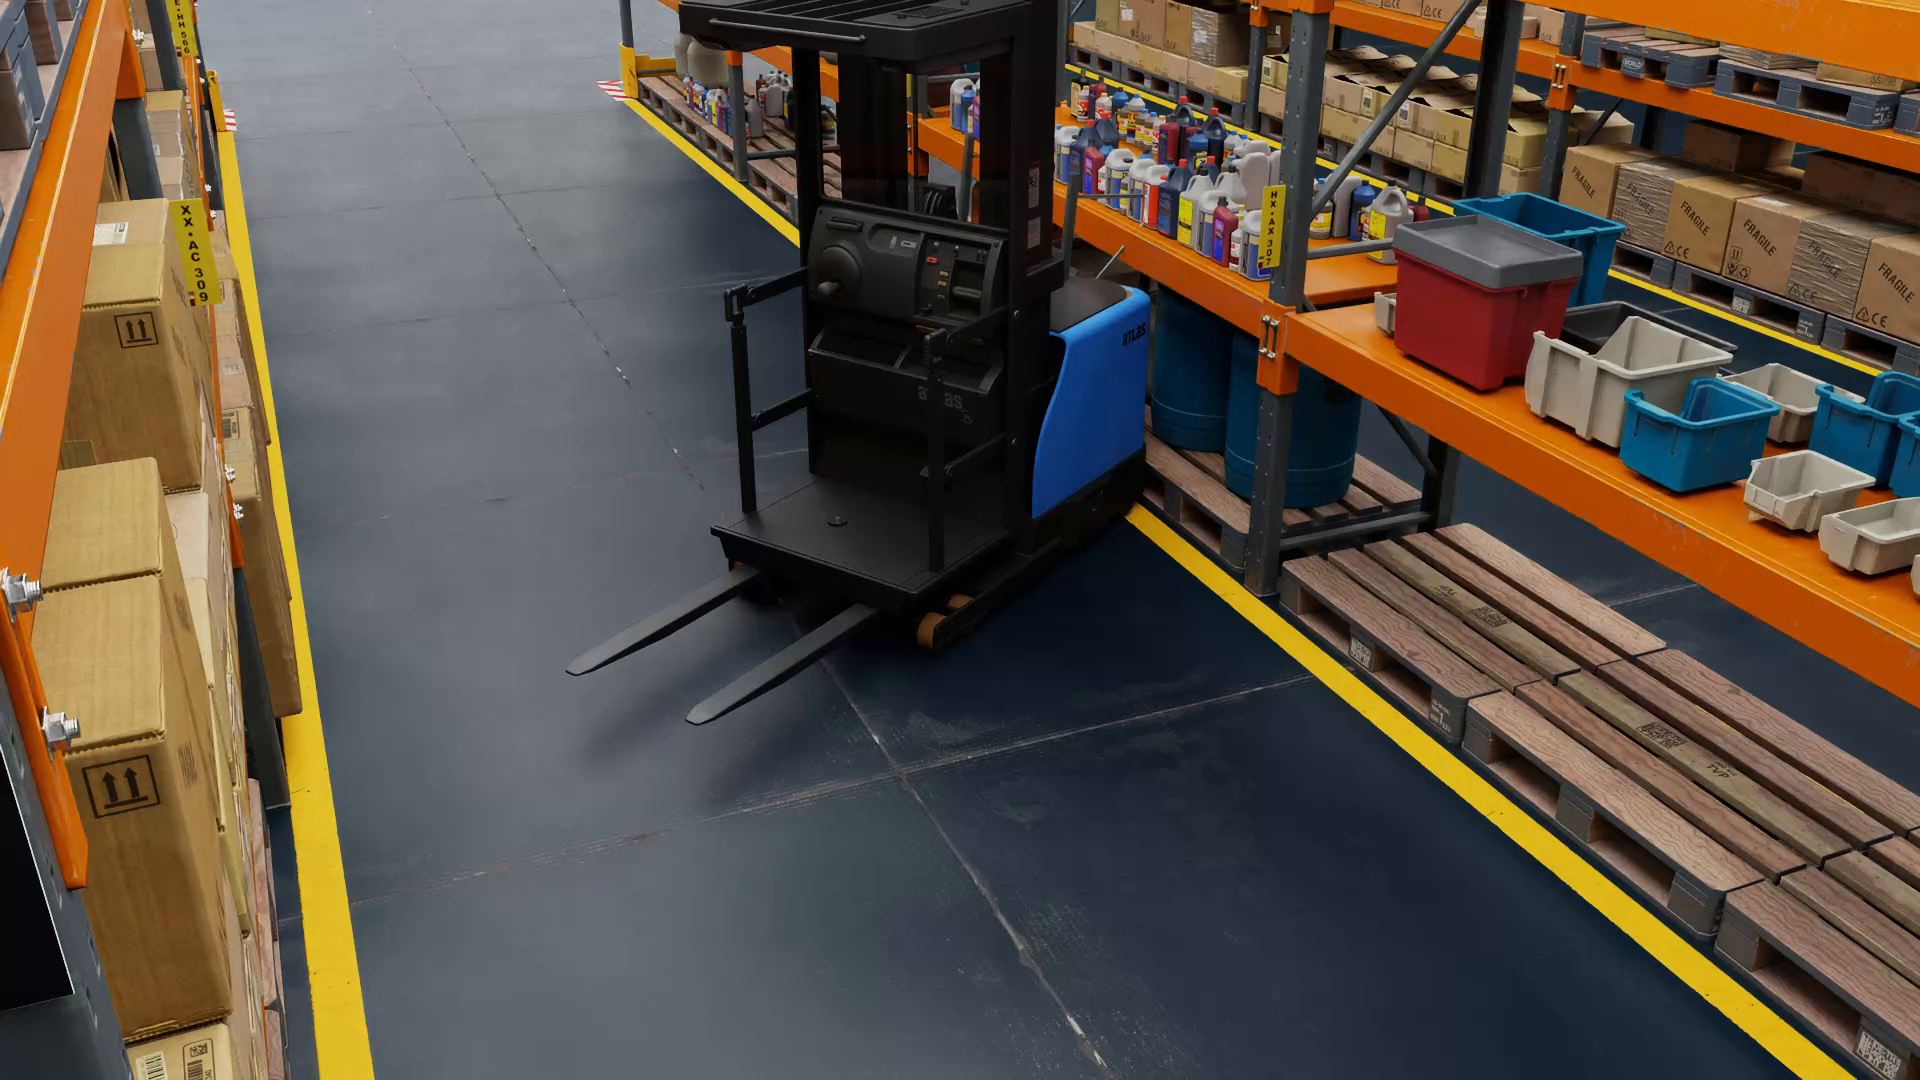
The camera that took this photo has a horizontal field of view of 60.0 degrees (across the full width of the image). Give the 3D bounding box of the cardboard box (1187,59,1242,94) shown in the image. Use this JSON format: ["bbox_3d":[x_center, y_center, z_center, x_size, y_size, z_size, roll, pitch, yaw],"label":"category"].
[{"bbox_3d":[2.588,-4.585,16.376,0.500,0.250,0.500,-11,28,-21],"label":"cardboard box"}]

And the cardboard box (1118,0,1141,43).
[{"bbox_3d":[2.001,-5.527,17.452,0.500,0.500,0.500,-11,28,-21],"label":"cardboard box"}]

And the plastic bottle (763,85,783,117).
[{"bbox_3d":[-1.703,-4.012,15.151,0.152,0.276,0.135,-11,28,-21],"label":"plastic bottle"}]

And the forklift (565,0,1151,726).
[{"bbox_3d":[-0.352,-1.091,6.645,1.130,2.935,3.031,17,31,31],"label":"forklift"}]

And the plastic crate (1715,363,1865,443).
[{"bbox_3d":[2.689,-0.456,5.498,0.293,0.136,0.466,-11,28,-21],"label":"plastic crate"}]

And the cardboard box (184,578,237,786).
[{"bbox_3d":[-1.812,0.338,3.470,0.500,0.250,0.500,-11,28,-22],"label":"cardboard box"}]

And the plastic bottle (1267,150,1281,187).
[{"bbox_3d":[1.538,-1.769,8.096,0.152,0.276,0.135,-11,28,-21],"label":"plastic bottle"}]

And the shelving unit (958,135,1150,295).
[{"bbox_3d":[0.427,-1.171,8.311,0.587,1.500,1.083,-7,25,-27],"label":"shelving unit"}]

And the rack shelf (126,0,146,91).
[{"bbox_3d":[-3.610,-2.180,6.197,1.077,0.370,4.000,-11,28,-21],"label":"rack shelf"}]

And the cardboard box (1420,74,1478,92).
[{"bbox_3d":[4.176,-3.755,14.038,0.500,0.311,0.500,-11,28,-21],"label":"cardboard box"}]

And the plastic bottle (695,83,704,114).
[{"bbox_3d":[-2.372,-4.051,15.236,0.097,0.271,0.097,0,26,0],"label":"plastic bottle"}]

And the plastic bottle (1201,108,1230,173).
[{"bbox_3d":[1.312,-2.040,8.566,0.144,0.351,0.185,-11,28,-21],"label":"plastic bottle"}]

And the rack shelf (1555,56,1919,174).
[{"bbox_3d":[5.507,-2.533,10.338,1.077,0.370,4.000,-11,28,-21],"label":"rack shelf"}]

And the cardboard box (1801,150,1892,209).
[{"bbox_3d":[5.736,-2.303,10.541,0.500,0.250,0.500,-11,28,-22],"label":"cardboard box"}]

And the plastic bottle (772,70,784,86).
[{"bbox_3d":[-1.650,-4.156,15.361,0.144,0.351,0.185,-9,28,-18],"label":"plastic bottle"}]

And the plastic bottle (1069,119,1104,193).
[{"bbox_3d":[0.638,-1.936,8.353,0.144,0.351,0.185,-11,28,-21],"label":"plastic bottle"}]

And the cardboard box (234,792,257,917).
[{"bbox_3d":[-1.601,0.661,3.264,0.380,0.149,0.250,-11,28,-21],"label":"cardboard box"}]

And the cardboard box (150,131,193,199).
[{"bbox_3d":[-3.575,-1.440,7.166,0.500,0.500,0.500,-12,28,-22],"label":"cardboard box"}]

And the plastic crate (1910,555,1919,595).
[{"bbox_3d":[2.711,0.090,4.379,0.396,0.136,0.243,-11,28,-21],"label":"plastic crate"}]

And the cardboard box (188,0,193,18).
[{"bbox_3d":[-6.242,-4.156,12.391,0.875,0.500,0.500,-11,28,-21],"label":"cardboard box"}]

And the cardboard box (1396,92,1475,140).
[{"bbox_3d":[3.887,-3.451,13.415,0.500,0.311,0.500,-11,28,-21],"label":"cardboard box"}]

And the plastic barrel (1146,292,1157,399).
[{"bbox_3d":[1.117,-1.021,8.780,0.421,0.512,0.421,0,26,0],"label":"plastic barrel"}]

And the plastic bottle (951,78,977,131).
[{"bbox_3d":[0.036,-2.528,9.650,0.152,0.276,0.135,-11,28,-21],"label":"plastic bottle"}]

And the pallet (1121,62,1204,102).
[{"bbox_3d":[2.403,-4.847,17.436,1.003,0.211,1.213,-11,28,-21],"label":"pallet"}]

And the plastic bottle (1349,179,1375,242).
[{"bbox_3d":[1.828,-1.499,7.548,0.097,0.271,0.097,0,26,0],"label":"plastic bottle"}]

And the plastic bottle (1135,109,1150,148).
[{"bbox_3d":[1.025,-2.295,9.258,0.097,0.201,0.097,0,26,0],"label":"plastic bottle"}]

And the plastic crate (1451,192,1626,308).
[{"bbox_3d":[2.228,-1.089,6.511,0.392,0.384,0.575,-11,28,-21],"label":"plastic crate"}]

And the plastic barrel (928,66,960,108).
[{"bbox_3d":[-0.296,-3.010,10.341,0.600,0.536,0.708,-11,28,-21],"label":"plastic barrel"}]

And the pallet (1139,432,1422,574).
[{"bbox_3d":[1.467,-0.265,8.051,1.003,0.211,1.213,-11,28,-21],"label":"pallet"}]

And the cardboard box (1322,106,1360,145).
[{"bbox_3d":[3.492,-3.611,14.382,0.500,0.250,0.500,-11,28,-22],"label":"cardboard box"}]

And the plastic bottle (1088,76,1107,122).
[{"bbox_3d":[0.806,-2.578,9.745,0.061,0.283,0.133,-11,28,-21],"label":"plastic bottle"}]

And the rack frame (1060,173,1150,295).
[{"bbox_3d":[0.657,-0.988,7.908,0.500,1.500,0.032,-7,25,-27],"label":"rack frame"}]

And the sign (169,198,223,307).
[{"bbox_3d":[-2.316,-0.869,5.033,0.100,0.325,0.005,-11,28,-21],"label":"sign"}]

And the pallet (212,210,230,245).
[{"bbox_3d":[-5.653,-2.010,11.627,1.003,0.211,1.213,-11,28,-21],"label":"pallet"}]

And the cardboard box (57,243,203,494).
[{"bbox_3d":[-2.208,-0.409,4.145,0.500,0.500,0.500,-10,28,-20],"label":"cardboard box"}]

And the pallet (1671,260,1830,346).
[{"bbox_3d":[5.455,-1.611,10.808,1.003,0.211,1.213,-11,28,-21],"label":"pallet"}]

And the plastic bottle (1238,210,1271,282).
[{"bbox_3d":[1.279,-1.247,7.026,0.152,0.276,0.135,-11,28,-21],"label":"plastic bottle"}]

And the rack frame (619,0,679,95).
[{"bbox_3d":[-2.968,-6.043,16.709,1.000,3.000,0.127,-11,28,-21],"label":"rack frame"}]

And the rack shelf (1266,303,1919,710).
[{"bbox_3d":[2.514,-0.068,5.291,1.077,0.370,4.000,-11,28,-21],"label":"rack shelf"}]

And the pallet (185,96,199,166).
[{"bbox_3d":[-4.770,-2.146,8.945,1.213,0.211,1.003,-11,28,-21],"label":"pallet"}]

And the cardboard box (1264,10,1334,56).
[{"bbox_3d":[3.264,-4.809,15.982,0.500,0.500,0.500,-11,28,-21],"label":"cardboard box"}]

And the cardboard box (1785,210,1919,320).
[{"bbox_3d":[5.451,-1.677,10.112,0.500,0.500,0.500,-10,28,-20],"label":"cardboard box"}]

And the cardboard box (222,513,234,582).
[{"bbox_3d":[-2.204,0.039,4.537,0.380,0.149,0.250,-11,28,-21],"label":"cardboard box"}]

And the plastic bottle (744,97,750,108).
[{"bbox_3d":[-1.868,-3.726,14.565,0.152,0.276,0.135,-11,28,-21],"label":"plastic bottle"}]

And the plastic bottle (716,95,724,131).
[{"bbox_3d":[-2.097,-3.752,14.611,0.061,0.283,0.133,-9,27,-17],"label":"plastic bottle"}]

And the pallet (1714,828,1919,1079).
[{"bbox_3d":[3.010,1.329,4.787,1.003,0.211,1.213,-11,28,-21],"label":"pallet"}]

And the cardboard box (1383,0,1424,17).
[{"bbox_3d":[3.845,-4.595,13.629,0.500,0.500,0.500,-11,28,-21],"label":"cardboard box"}]

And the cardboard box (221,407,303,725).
[{"bbox_3d":[-3.095,0.163,5.940,1.225,0.875,0.875,-10,28,-20],"label":"cardboard box"}]

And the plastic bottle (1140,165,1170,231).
[{"bbox_3d":[0.939,-1.598,7.745,0.152,0.276,0.135,-11,28,-21],"label":"plastic bottle"}]

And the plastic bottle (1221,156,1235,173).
[{"bbox_3d":[1.339,-1.801,8.245,0.097,0.201,0.097,0,26,0],"label":"plastic bottle"}]
